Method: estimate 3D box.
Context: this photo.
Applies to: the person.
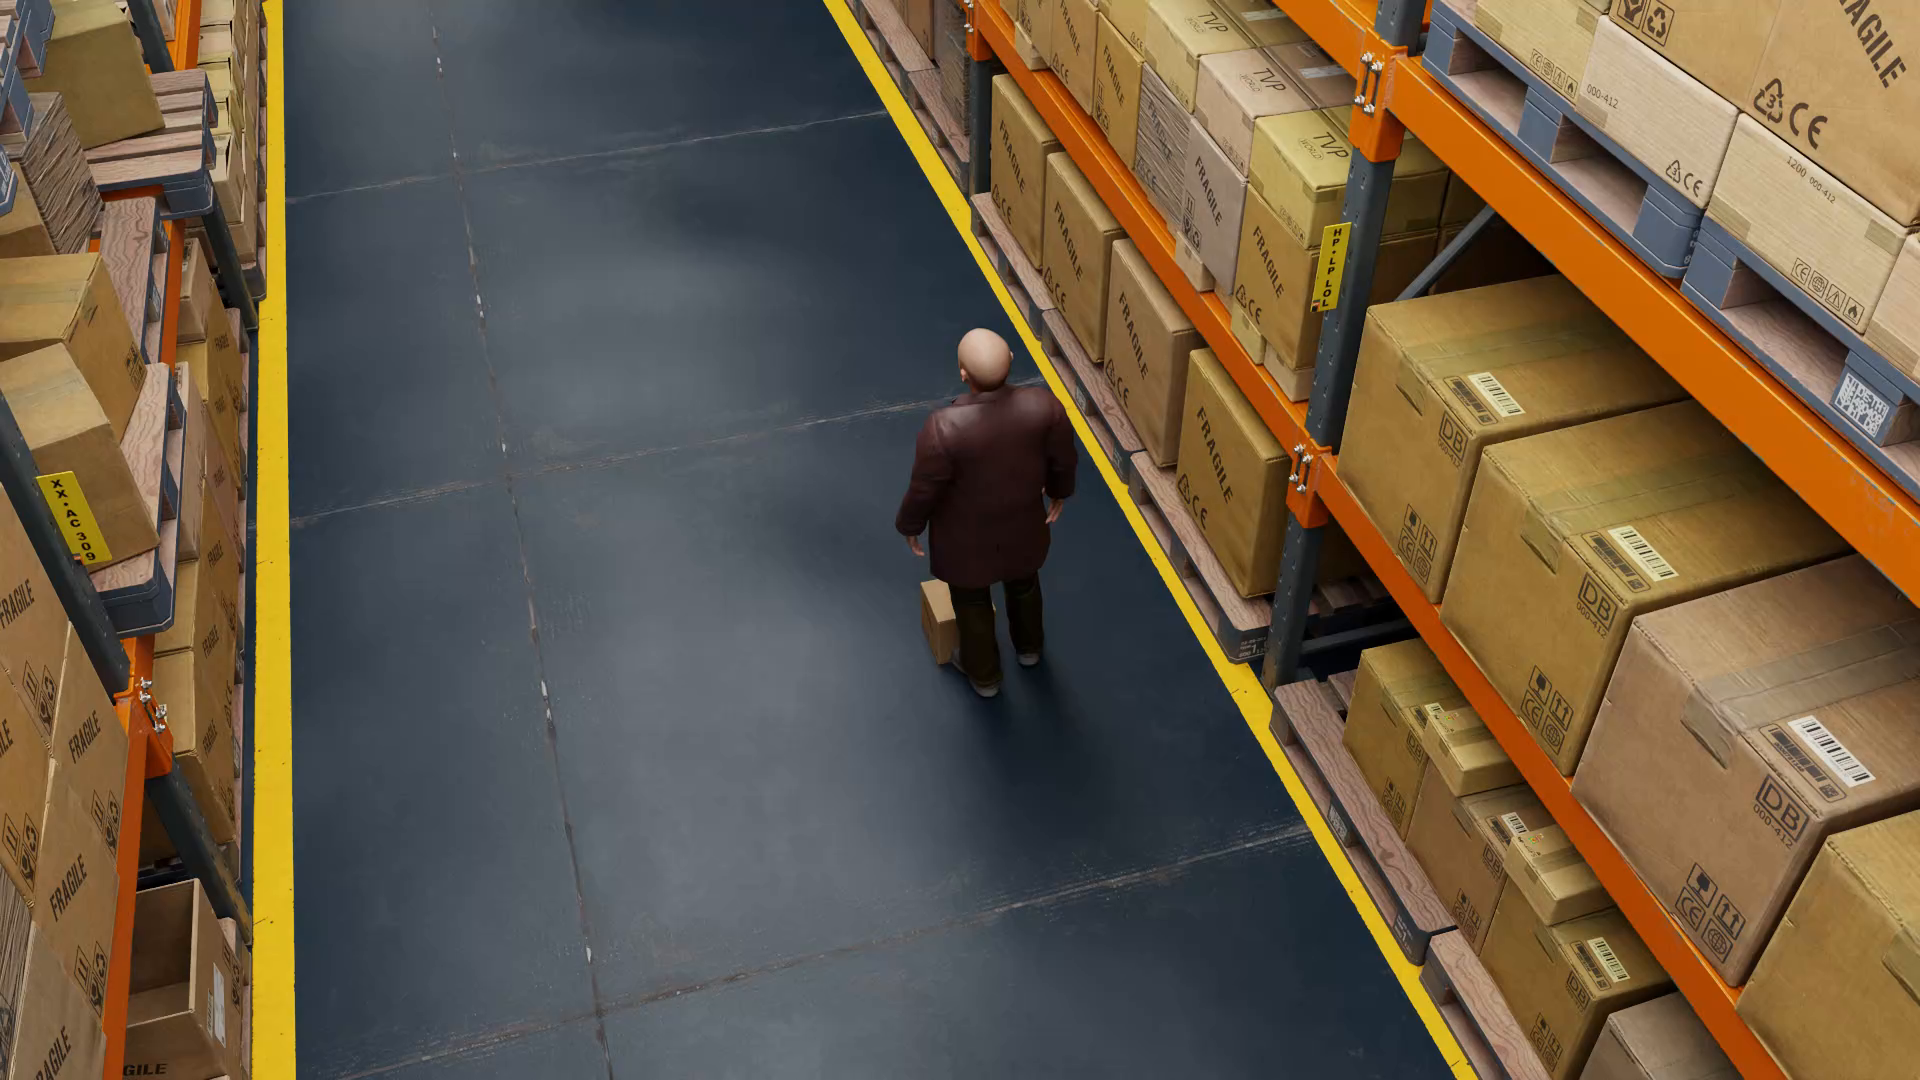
[{"bbox_3d":[0.075,-0.141,6.317,0.695,1.776,0.580,-11,43,-13],"label":"person"}]
